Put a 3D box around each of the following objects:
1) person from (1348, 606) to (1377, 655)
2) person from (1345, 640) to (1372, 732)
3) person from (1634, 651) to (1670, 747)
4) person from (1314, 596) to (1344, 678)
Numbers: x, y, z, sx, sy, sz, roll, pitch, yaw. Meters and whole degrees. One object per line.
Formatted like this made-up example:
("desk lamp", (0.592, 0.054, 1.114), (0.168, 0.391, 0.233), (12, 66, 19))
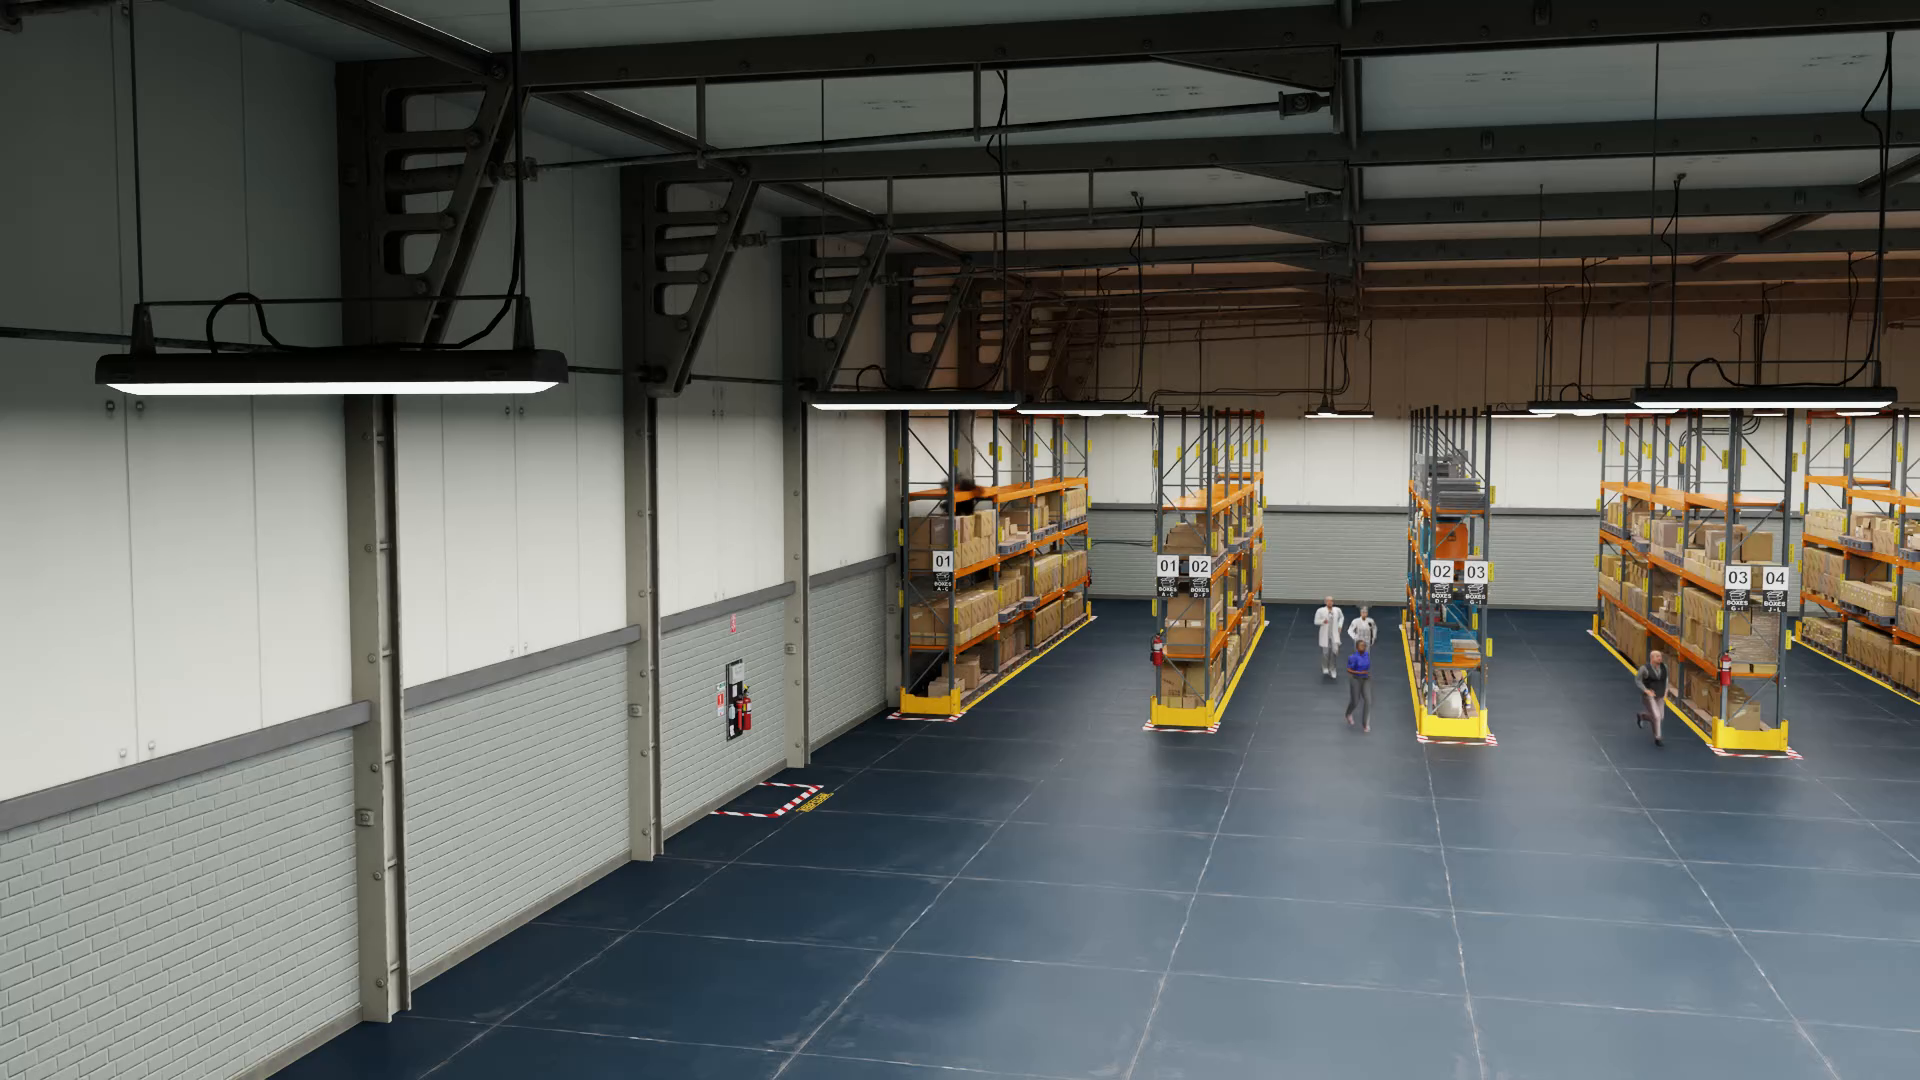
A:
("person", (8.861, 2.281, 36.592), (0.642, 1.676, 0.830), (0, 4, 7))
("person", (7.399, 2.707, 30.892), (0.597, 1.733, 0.825), (-1, 4, -18))
("person", (12.274, 2.788, 29.561), (0.675, 1.701, 0.804), (-1, 4, -13))
("person", (8.267, 2.172, 37.192), (0.685, 1.826, 0.777), (0, 4, 5))
